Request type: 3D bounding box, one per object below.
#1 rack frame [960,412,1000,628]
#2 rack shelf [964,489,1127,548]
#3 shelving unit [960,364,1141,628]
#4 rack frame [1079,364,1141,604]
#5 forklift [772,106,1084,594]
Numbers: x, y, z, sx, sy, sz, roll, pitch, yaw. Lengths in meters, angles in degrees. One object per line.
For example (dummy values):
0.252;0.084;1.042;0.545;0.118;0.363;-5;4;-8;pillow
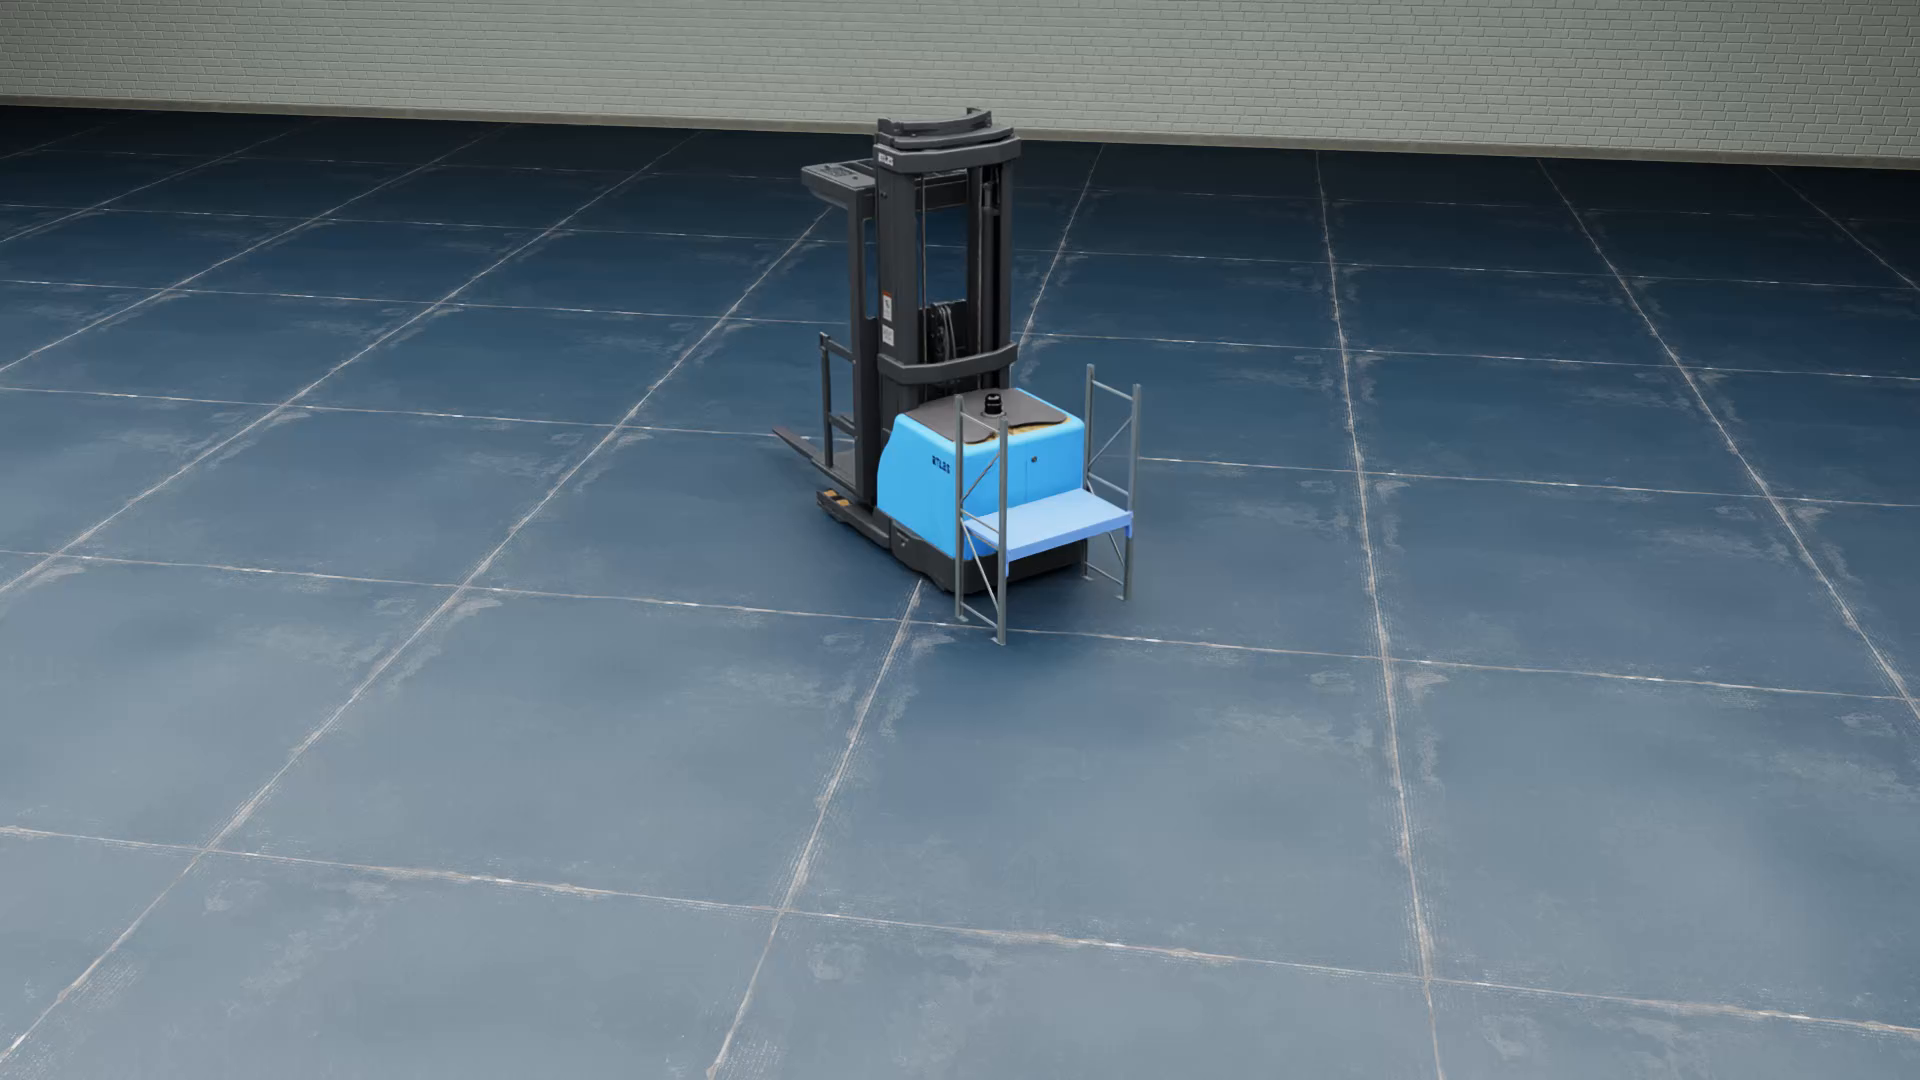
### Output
0.126;-0.109;10.213;0.013;1.308;0.475;-16;30;-31;rack frame
0.545;-0.128;10.522;0.952;0.026;0.459;-16;30;-31;rack shelf
0.549;-0.232;10.477;1.039;1.500;0.500;-16;30;-31;shelving unit
0.963;-0.354;10.737;0.032;1.500;0.500;-16;30;-31;rack frame
-0.387;-1.552;11.609;1.130;2.935;3.031;-15;29;-29;forklift
